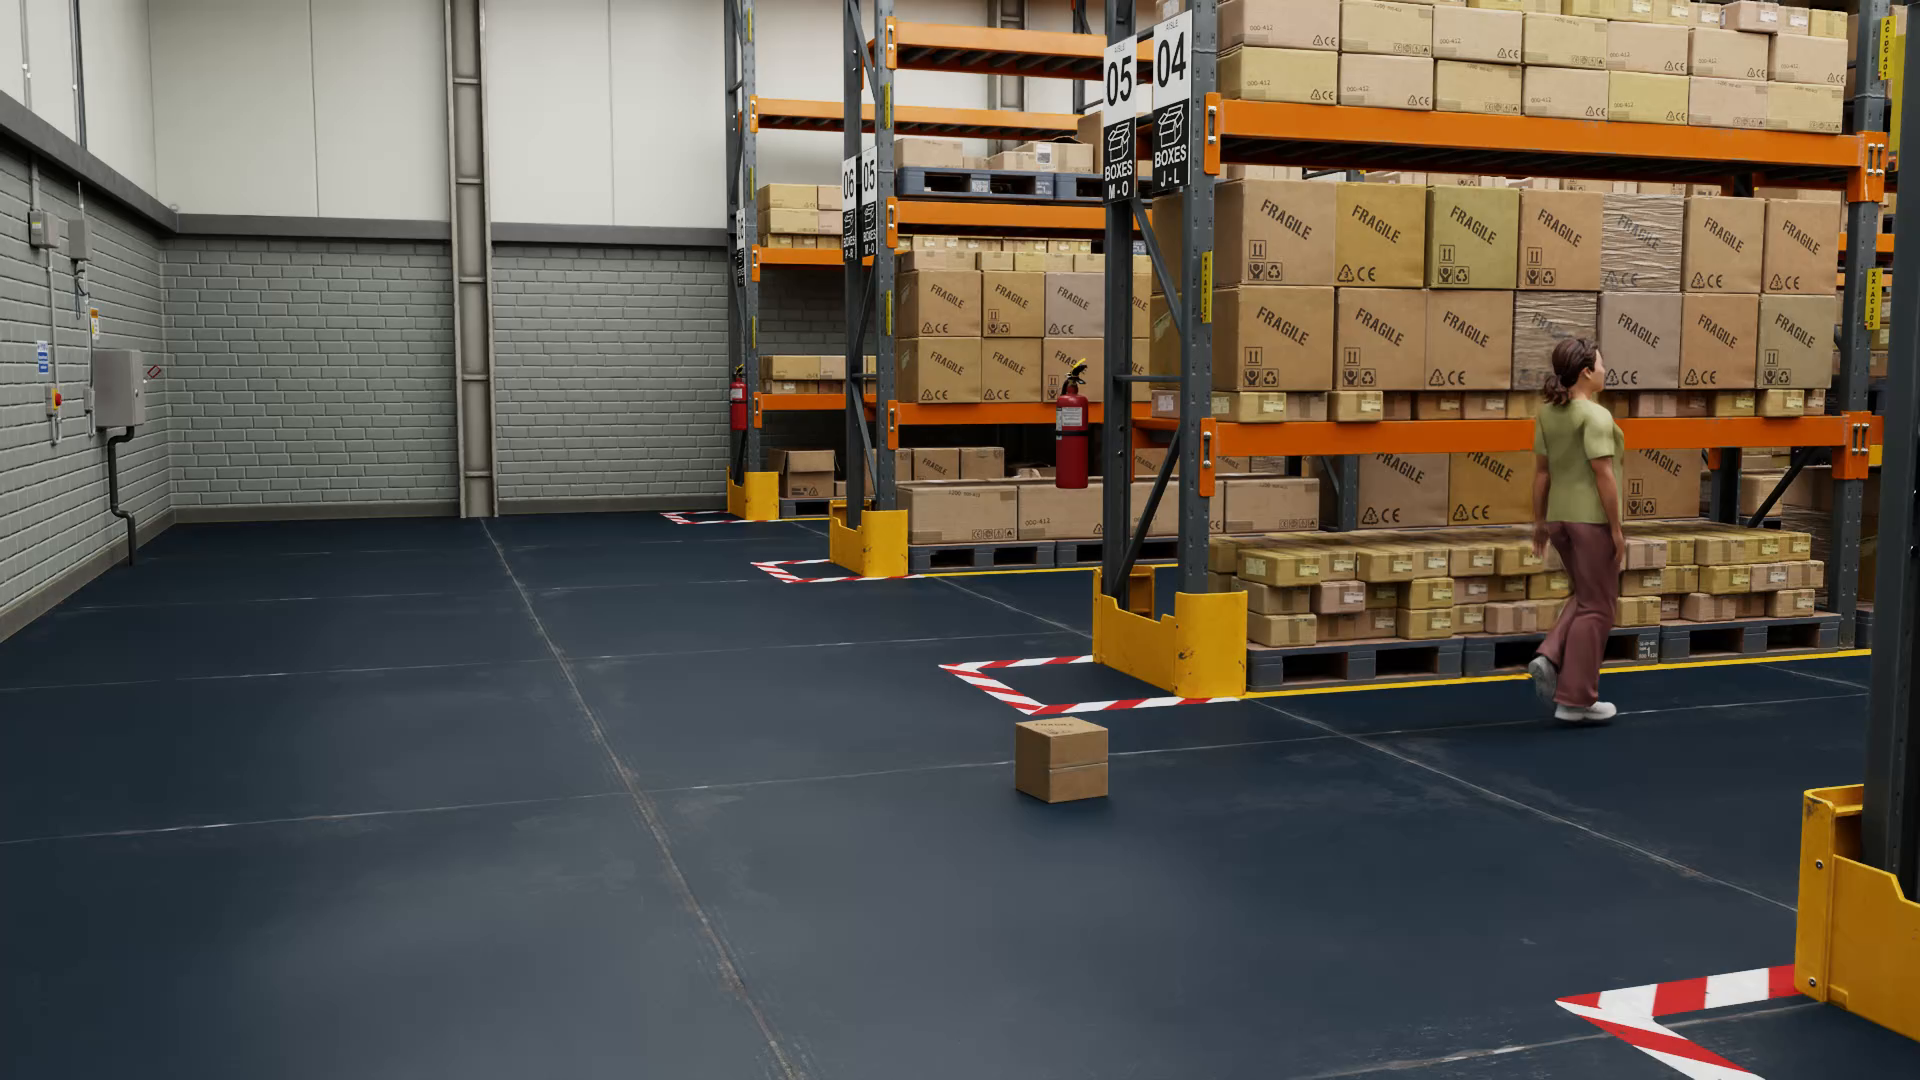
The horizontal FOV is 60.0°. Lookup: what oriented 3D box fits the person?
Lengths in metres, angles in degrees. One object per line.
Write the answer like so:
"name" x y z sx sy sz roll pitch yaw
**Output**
"person" 2.738 -0.045 7.245 0.477 1.662 0.463 -2 6 -19
